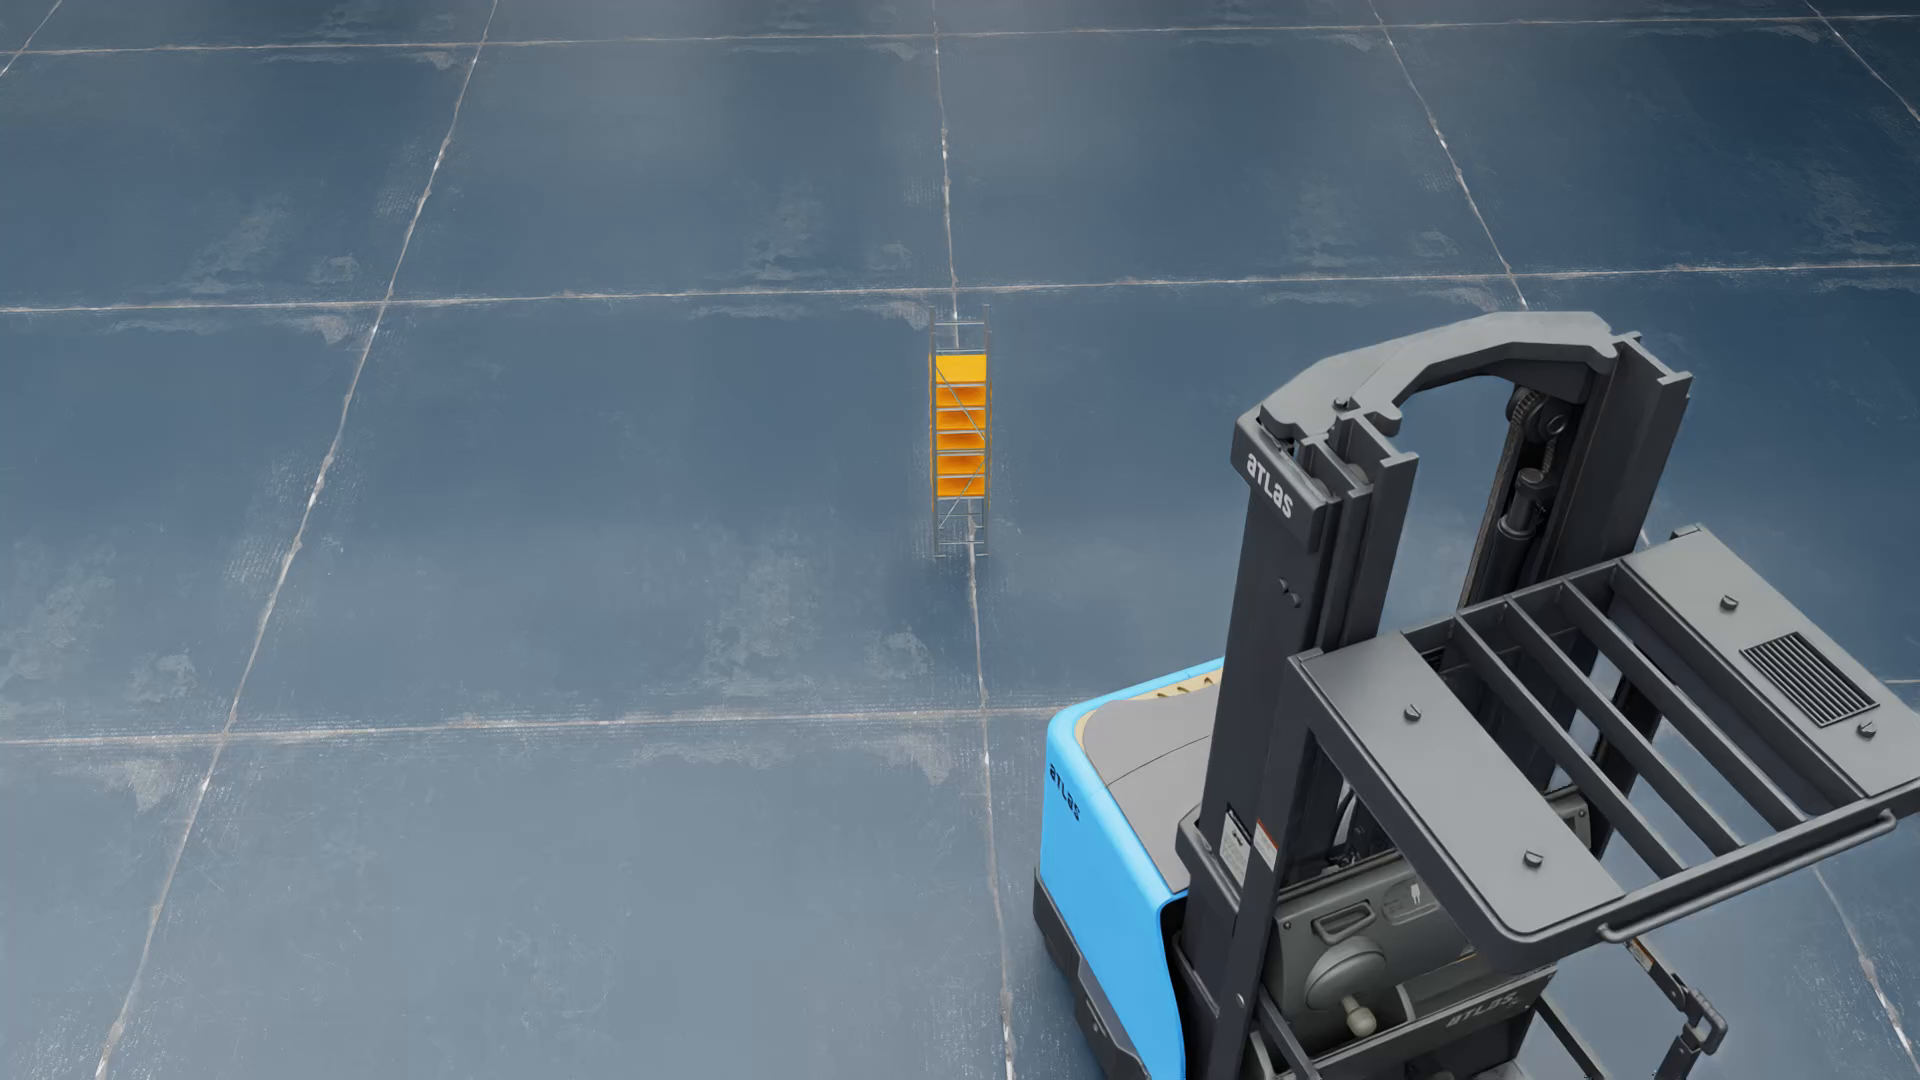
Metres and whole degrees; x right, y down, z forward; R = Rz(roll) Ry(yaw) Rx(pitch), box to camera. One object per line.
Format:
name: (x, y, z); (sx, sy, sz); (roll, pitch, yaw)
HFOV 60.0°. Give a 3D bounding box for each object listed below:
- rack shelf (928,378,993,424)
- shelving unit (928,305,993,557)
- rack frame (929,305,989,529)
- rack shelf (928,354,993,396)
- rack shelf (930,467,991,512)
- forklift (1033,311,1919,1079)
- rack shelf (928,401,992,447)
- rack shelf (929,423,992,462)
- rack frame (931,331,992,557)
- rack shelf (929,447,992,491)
rack shelf: (0.001, -0.577, 6.851); (0.258, 0.103, 0.180); (-2, 43, -2)
shelving unit: (0.001, -0.433, 6.984); (0.258, 1.200, 0.189); (-2, 43, -2)
rack frame: (-0.003, -0.494, 7.051); (0.240, 1.200, 0.006); (-2, 43, -2)
rack shelf: (0.001, -0.665, 6.770); (0.258, 0.103, 0.180); (-2, 43, -2)
rack shelf: (0.001, -0.223, 7.176); (0.258, 0.103, 0.180); (-2, 43, -2)
forklift: (1.297, 1.047, 4.088); (1.130, 2.935, 3.031); (-16, 45, -17)
rack shelf: (0.001, -0.488, 6.933); (0.258, 0.103, 0.180); (-2, 43, -2)
rack shelf: (0.001, -0.400, 7.014); (0.258, 0.103, 0.180); (-2, 43, -2)
rack frame: (0.005, -0.371, 6.916); (0.240, 1.200, 0.006); (-2, 43, -2)
rack shelf: (0.001, -0.311, 7.095); (0.258, 0.103, 0.180); (-2, 43, -2)
